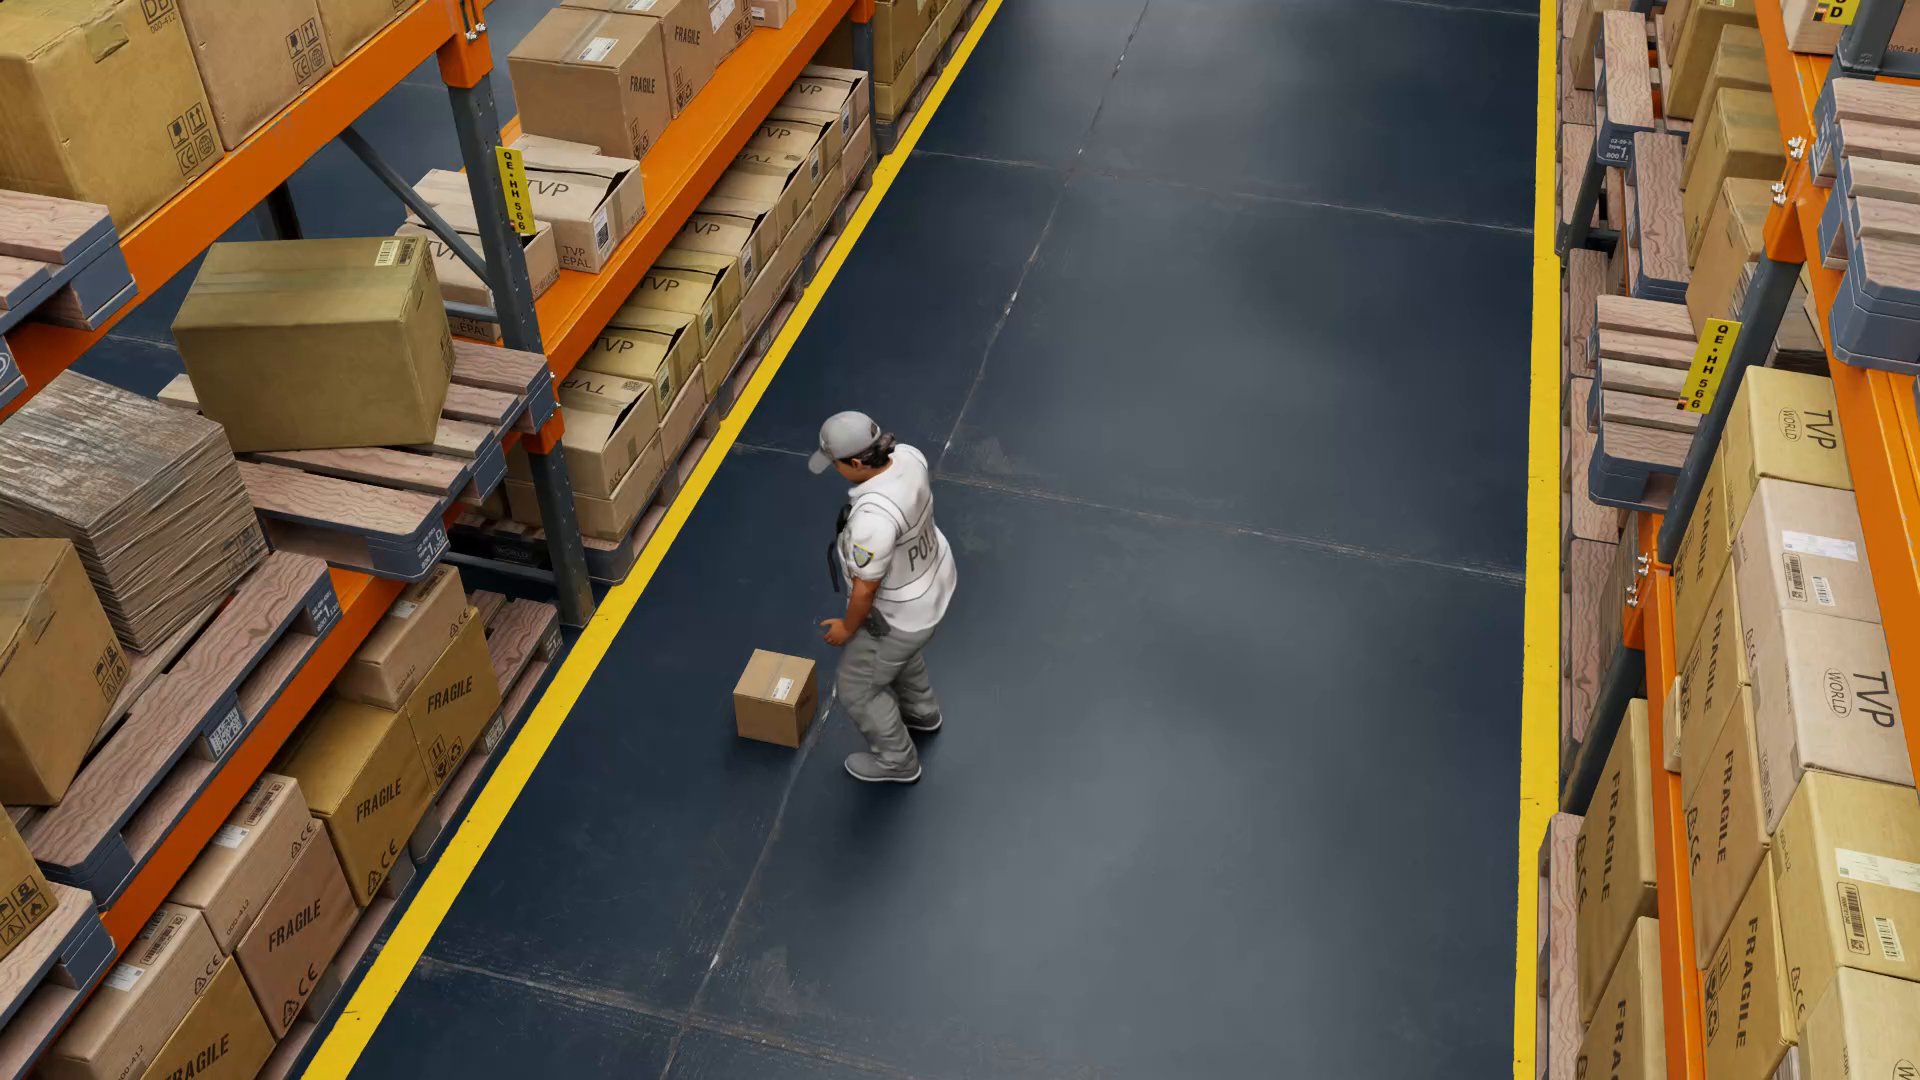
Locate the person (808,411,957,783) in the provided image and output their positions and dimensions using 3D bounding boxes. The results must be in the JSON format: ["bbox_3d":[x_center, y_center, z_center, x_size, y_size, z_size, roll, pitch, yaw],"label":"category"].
[{"bbox_3d":[-0.271,0.220,5.951,0.479,1.620,0.496,11,42,12],"label":"person"}]
